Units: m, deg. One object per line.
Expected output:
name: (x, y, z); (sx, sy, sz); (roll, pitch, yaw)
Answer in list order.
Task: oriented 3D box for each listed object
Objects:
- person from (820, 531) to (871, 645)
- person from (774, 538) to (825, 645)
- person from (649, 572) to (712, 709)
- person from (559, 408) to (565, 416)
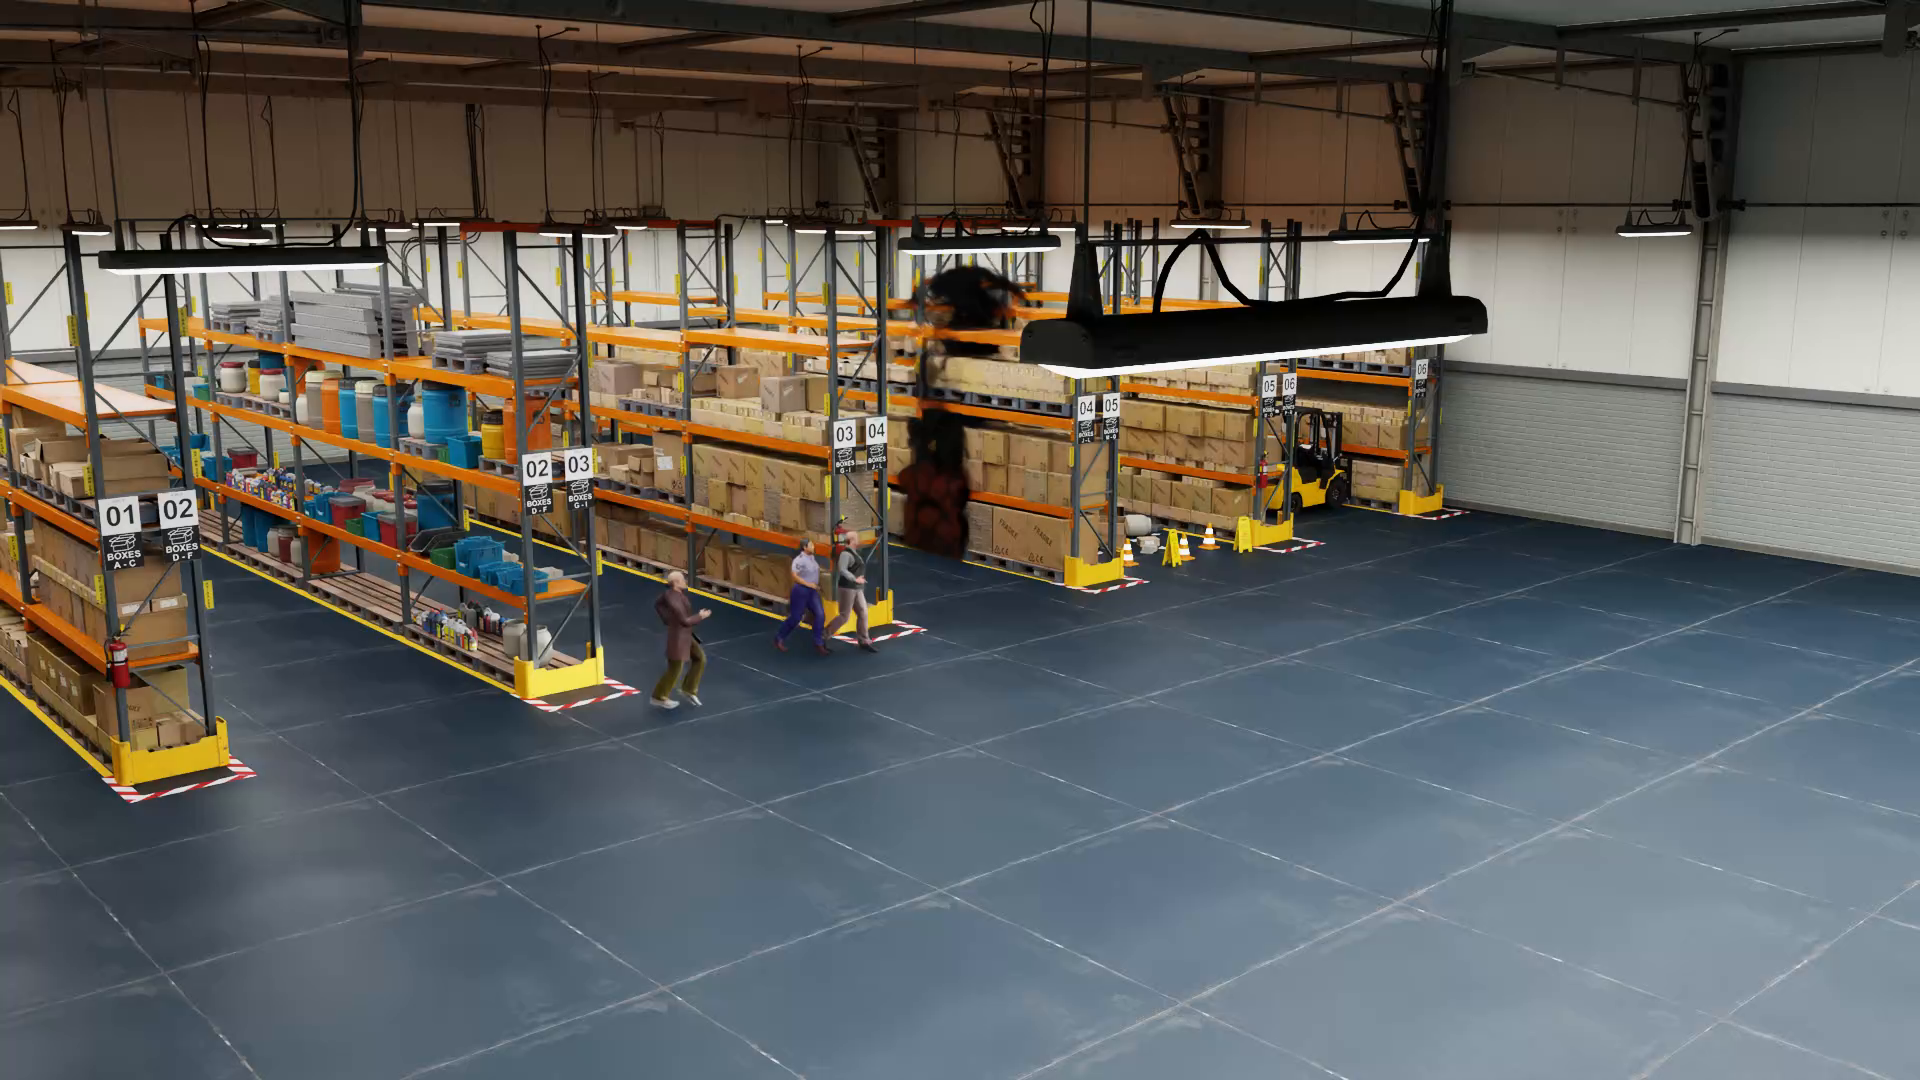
person: (-1.606, 0.690, 23.887); (0.719, 1.643, 0.716); (3, 12, 14)
person: (-2.234, 0.731, 23.848); (0.712, 1.539, 0.660); (5, 13, 25)
person: (-3.542, 1.284, 21.040); (0.817, 1.823, 0.664); (-1, 12, -7)
person: (-9.479, -2.408, 39.650); (0.632, 1.638, 0.753); (-1, 11, -3)
